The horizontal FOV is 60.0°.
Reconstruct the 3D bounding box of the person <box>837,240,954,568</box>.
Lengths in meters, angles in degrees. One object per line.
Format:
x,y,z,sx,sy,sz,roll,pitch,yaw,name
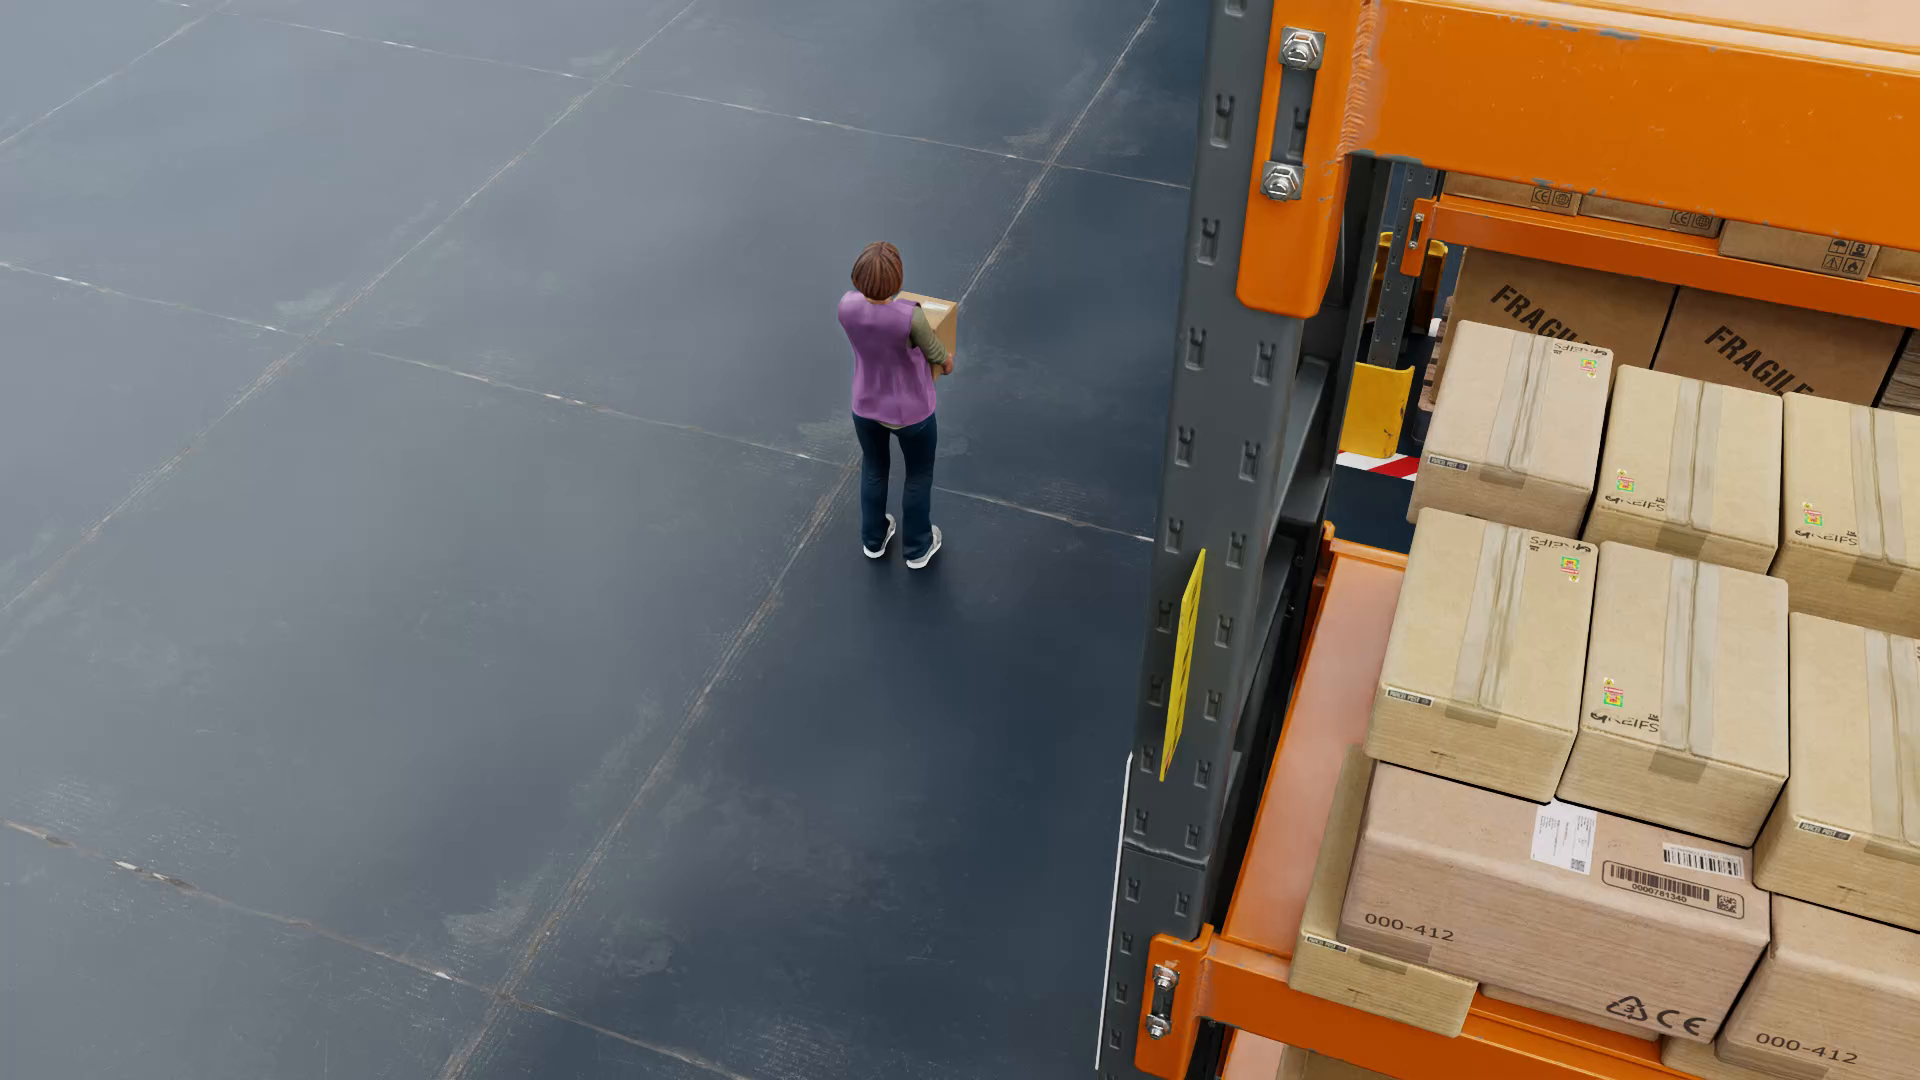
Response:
-0.246,-0.593,6.829,0.405,1.589,0.495,14,44,15,person
